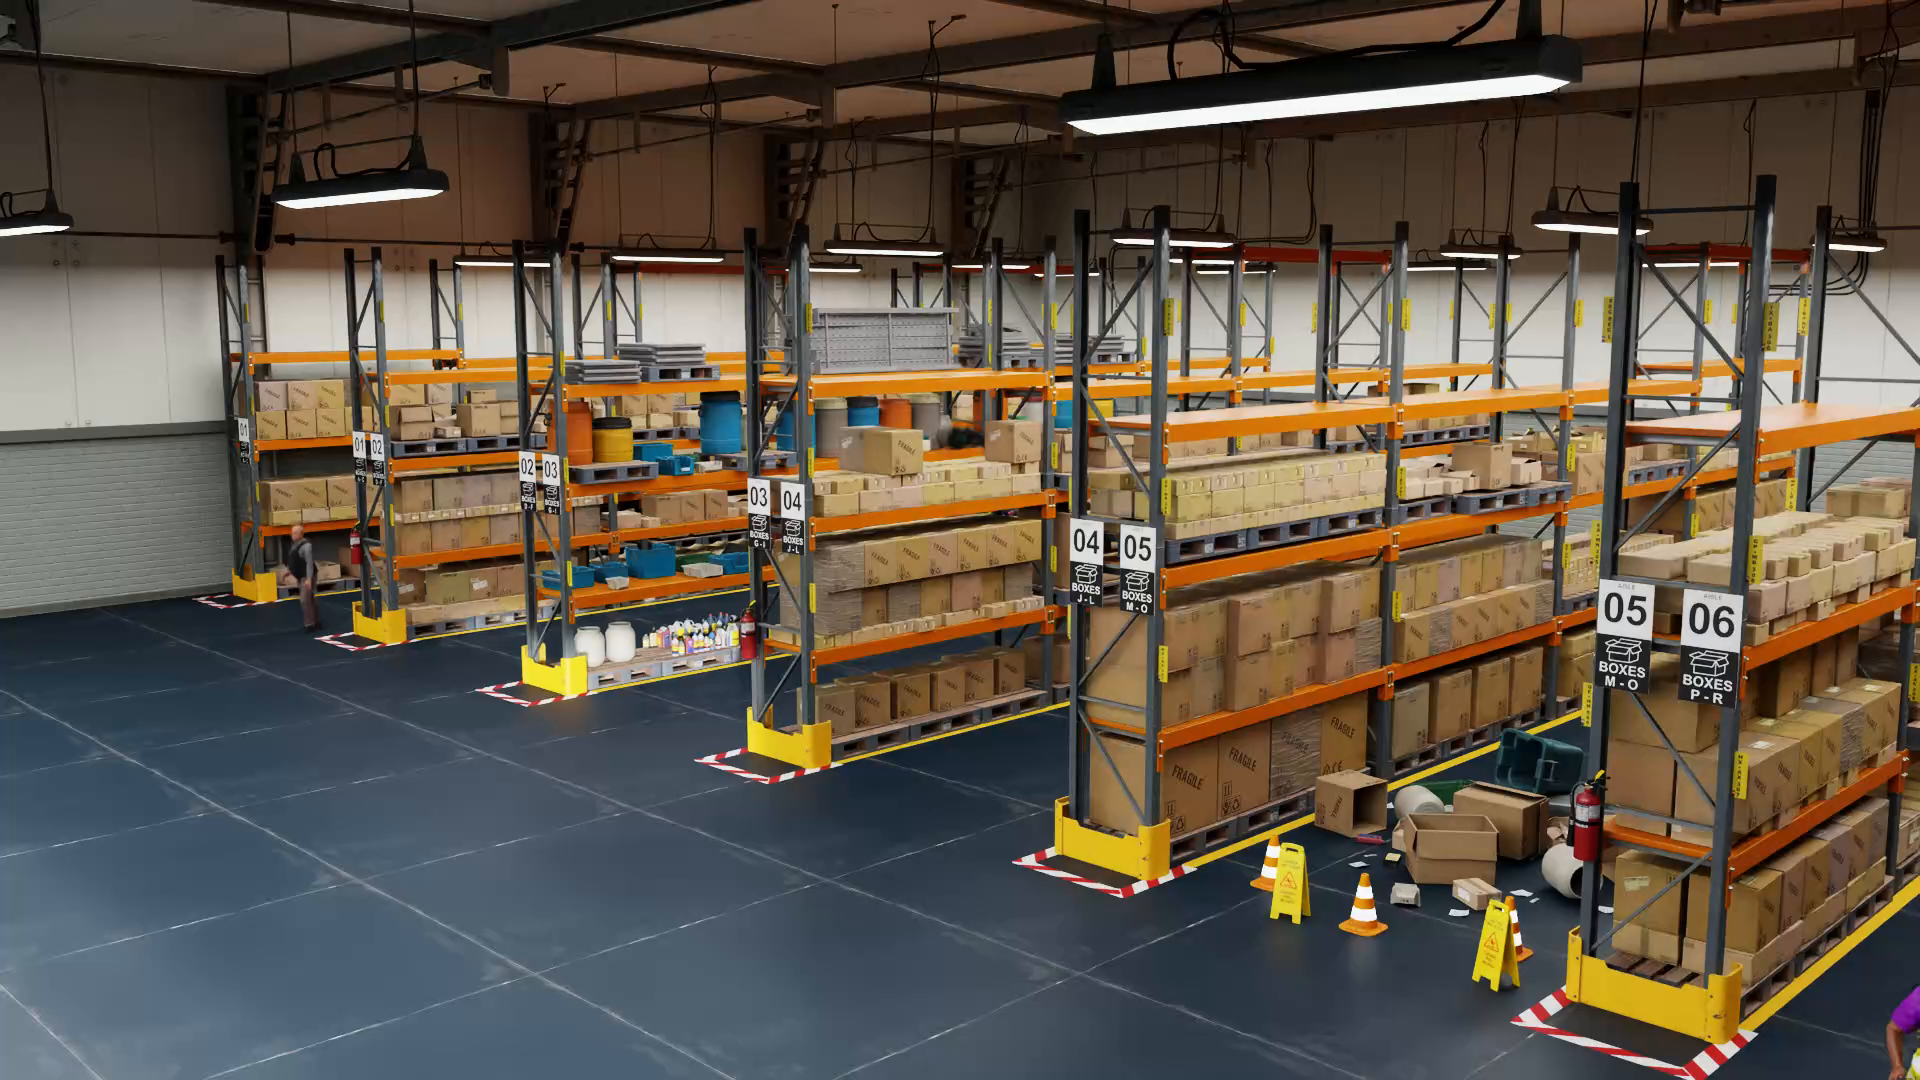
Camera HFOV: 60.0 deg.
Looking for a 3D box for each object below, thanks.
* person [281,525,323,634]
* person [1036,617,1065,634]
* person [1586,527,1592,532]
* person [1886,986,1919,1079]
[{"bbox_3d":[-10.420,0.606,26.458,0.577,1.735,0.671,-8,11,-44],"label":"person"},{"bbox_3d":[1.235,0.612,24.558,0.866,1.617,0.676,-6,10,-37],"label":"person"},{"bbox_3d":[10.044,0.615,26.385,0.687,1.684,0.737,6,10,38],"label":"person"},{"bbox_3d":[5.321,3.011,8.889,0.742,1.738,1.087,7,11,42],"label":"person"}]
